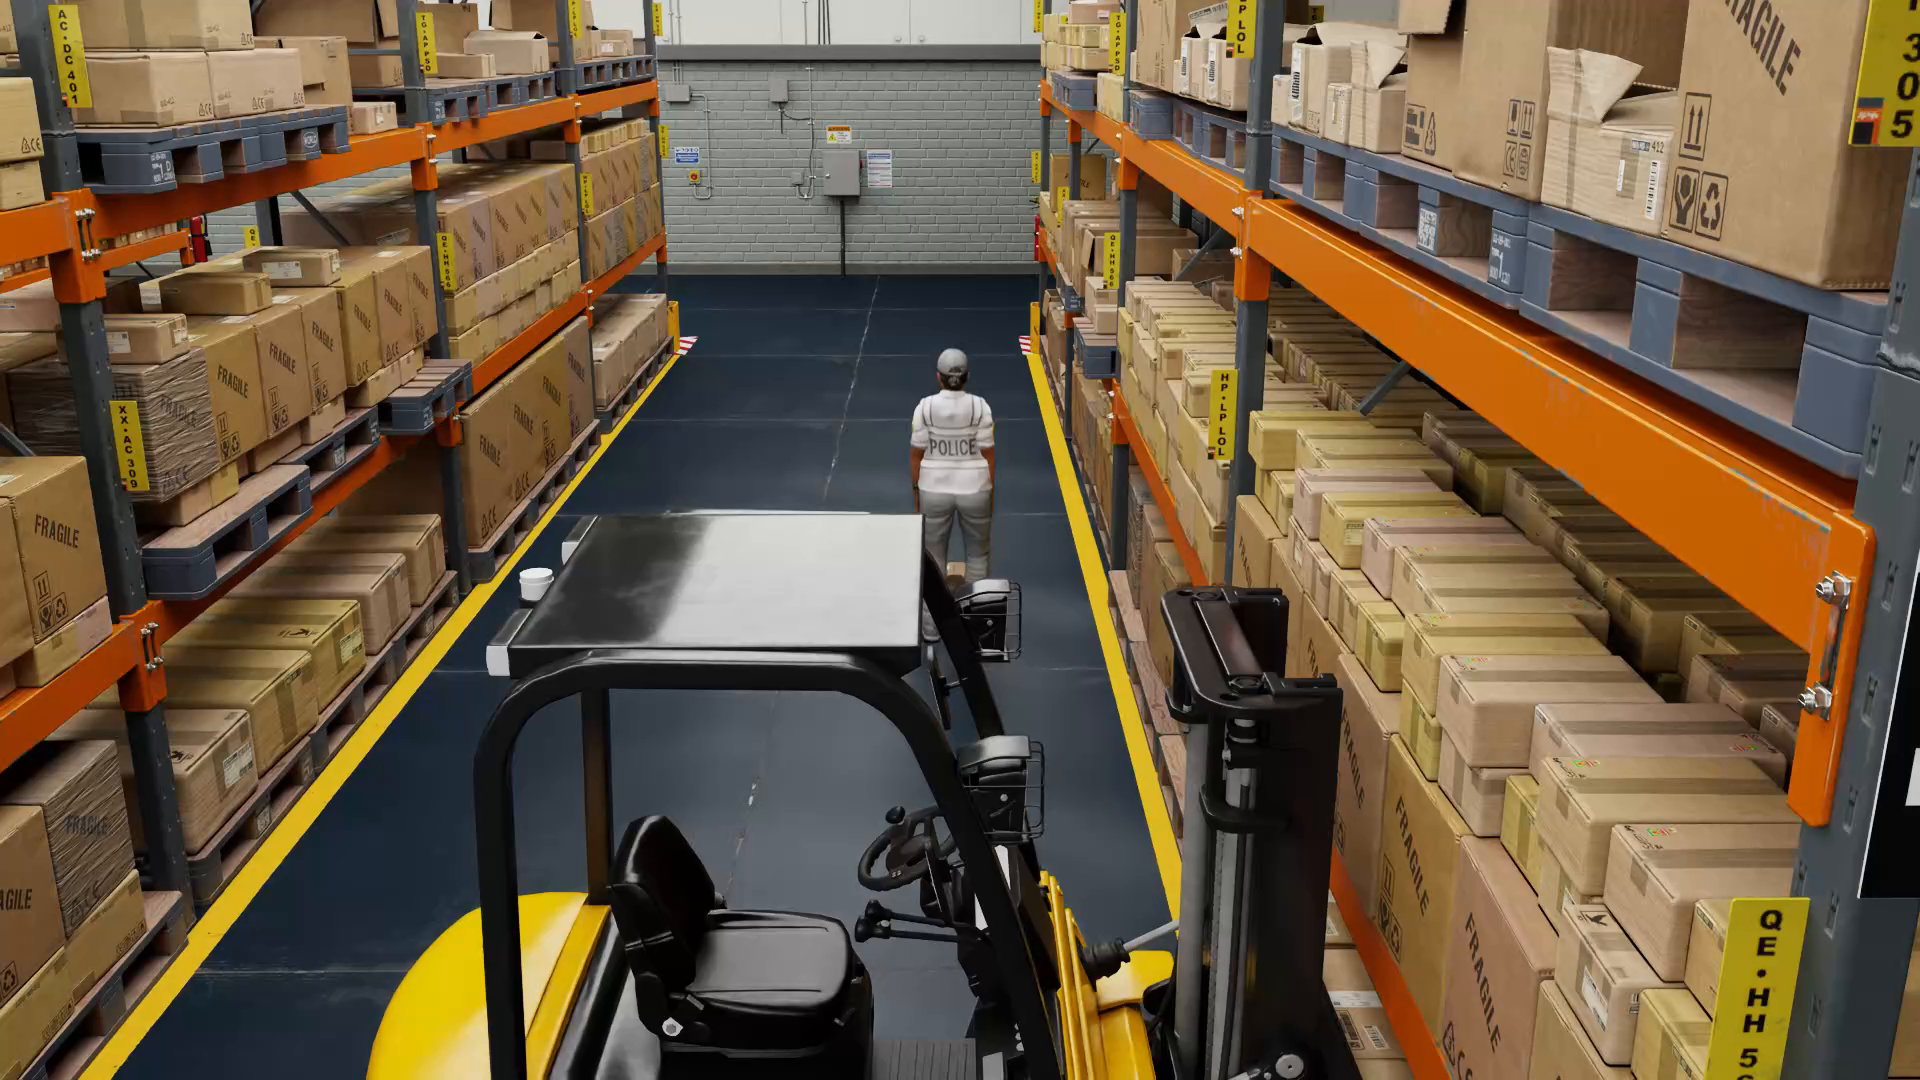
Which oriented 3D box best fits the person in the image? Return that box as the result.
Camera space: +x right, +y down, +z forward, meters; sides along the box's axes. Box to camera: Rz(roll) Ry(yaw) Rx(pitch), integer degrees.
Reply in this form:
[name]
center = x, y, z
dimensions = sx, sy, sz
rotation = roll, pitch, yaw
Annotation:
[person]
center = -0.043, -0.244, 9.340
dimensions = 0.477, 1.682, 0.401
rotation = 0, 17, 0
